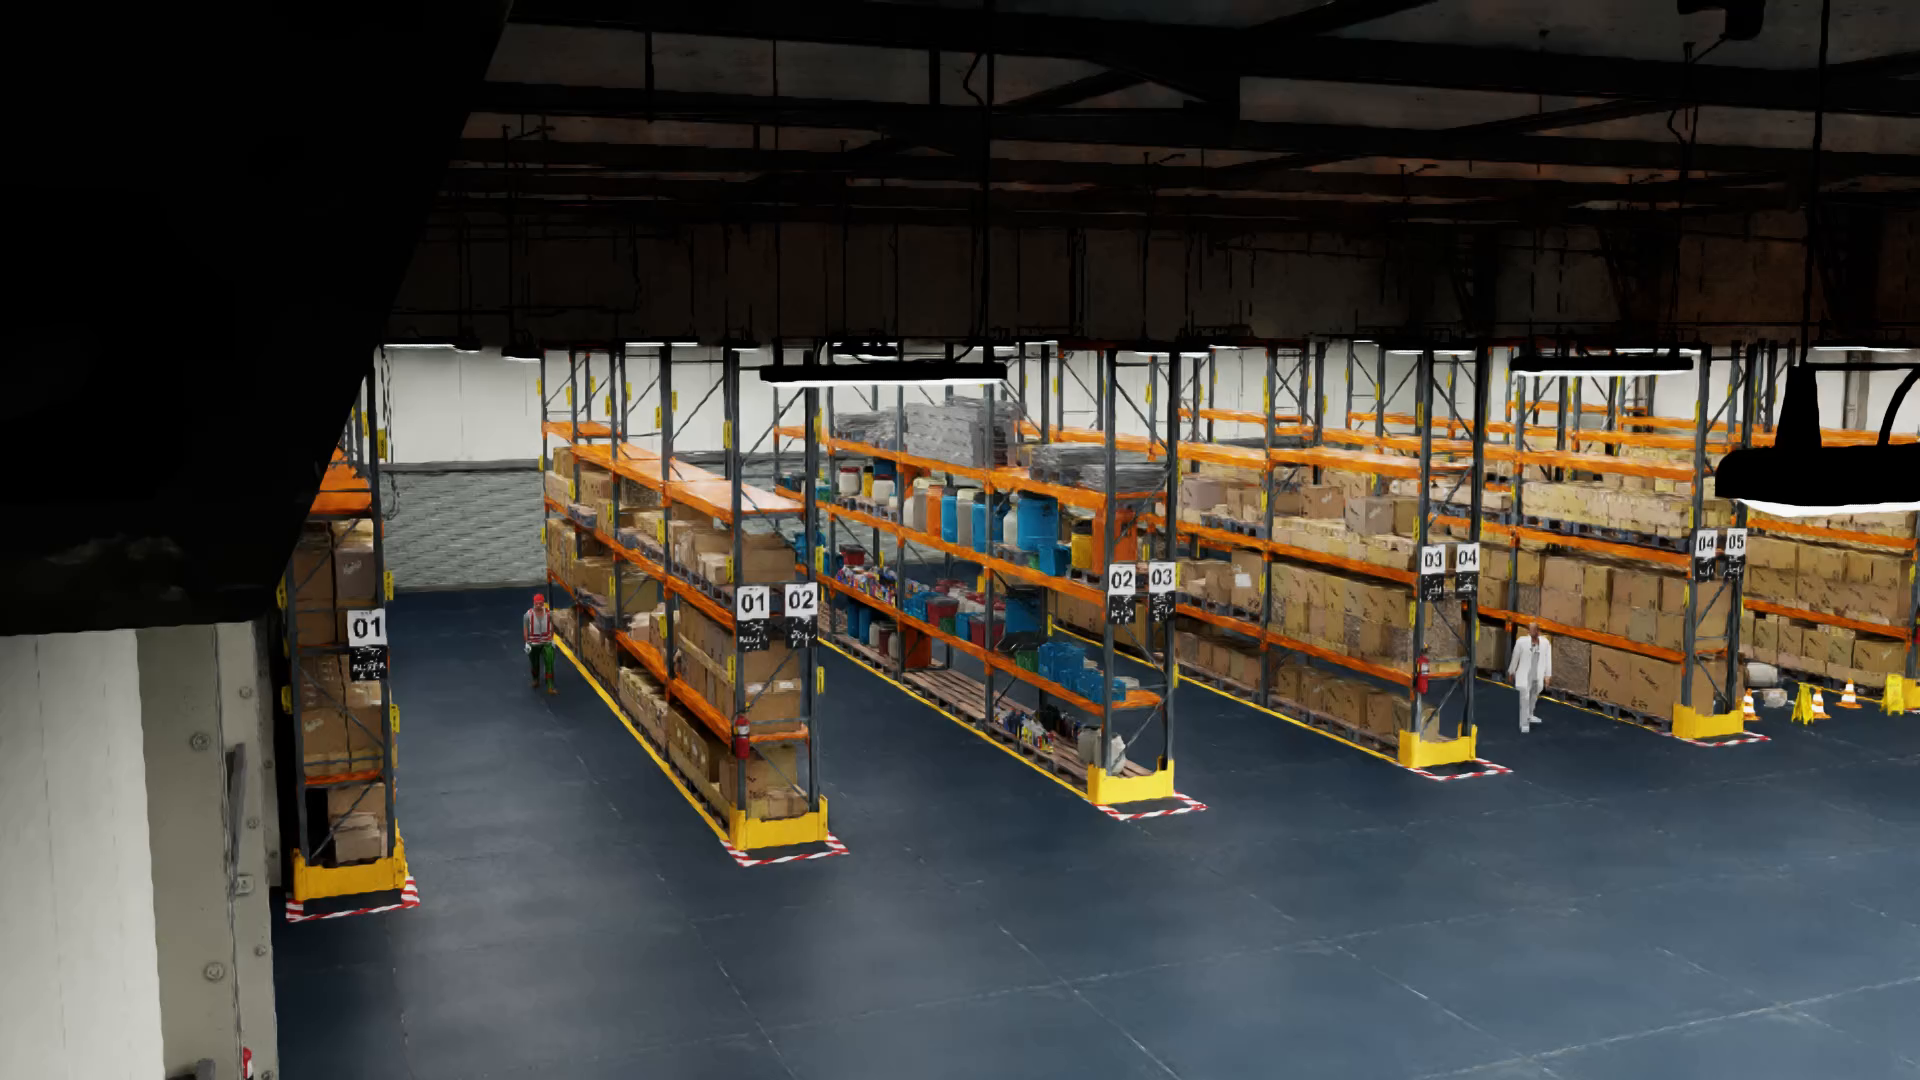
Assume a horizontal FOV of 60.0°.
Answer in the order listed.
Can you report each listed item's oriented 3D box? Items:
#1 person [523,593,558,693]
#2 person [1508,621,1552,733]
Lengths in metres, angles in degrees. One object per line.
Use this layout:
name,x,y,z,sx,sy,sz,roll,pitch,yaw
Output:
person,-7.224,1.752,28.597,0.553,1.707,1.104,-3,8,-19
person,8.919,2.112,25.974,0.633,1.735,1.042,0,7,0
